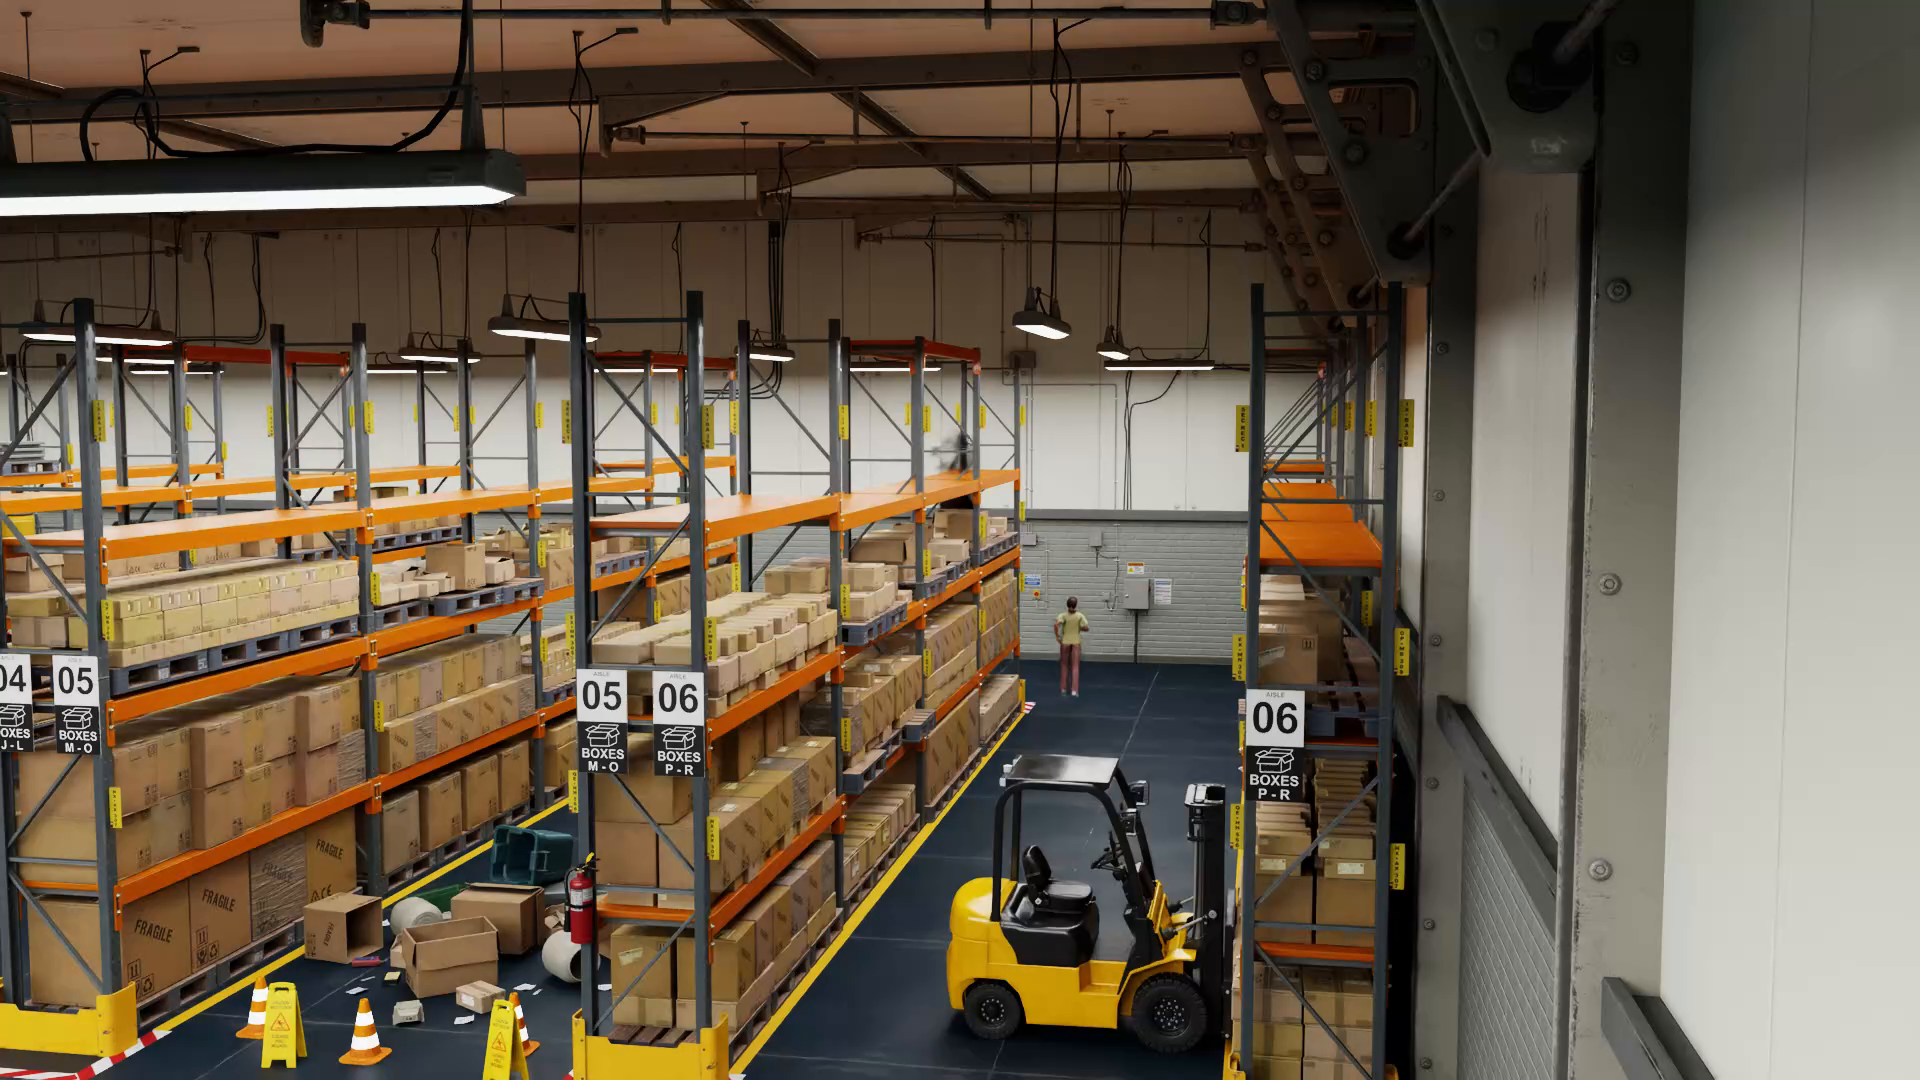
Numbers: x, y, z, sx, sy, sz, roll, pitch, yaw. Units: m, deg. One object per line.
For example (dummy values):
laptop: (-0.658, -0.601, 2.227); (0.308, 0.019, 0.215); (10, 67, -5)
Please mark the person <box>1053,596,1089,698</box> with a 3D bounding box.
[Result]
person: (1.848, 1.813, 27.631); (0.592, 1.754, 0.705); (0, 5, 5)
